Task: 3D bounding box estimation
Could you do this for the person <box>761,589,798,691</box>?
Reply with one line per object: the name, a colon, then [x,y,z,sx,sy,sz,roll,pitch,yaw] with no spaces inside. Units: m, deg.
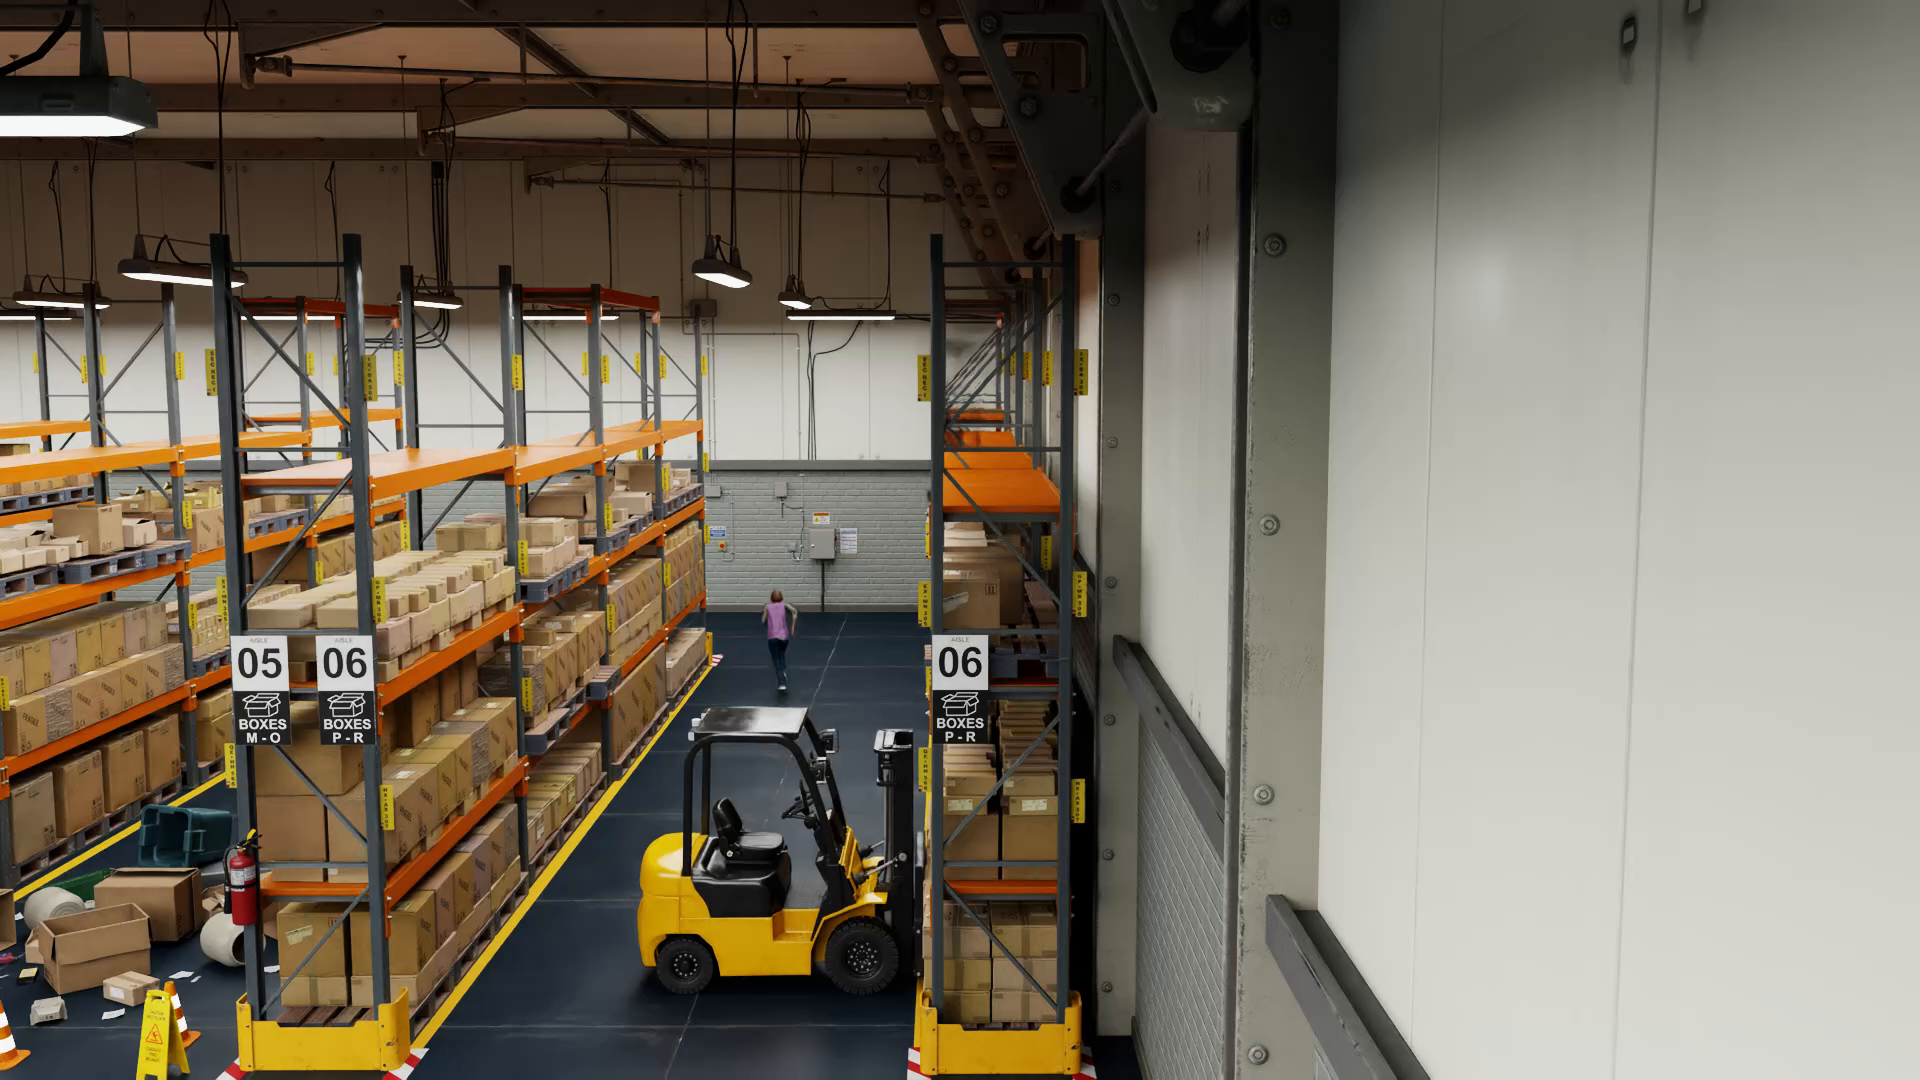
person: [-2.799,1.542,25.756,0.526,1.523,0.824,-2,7,-16]
